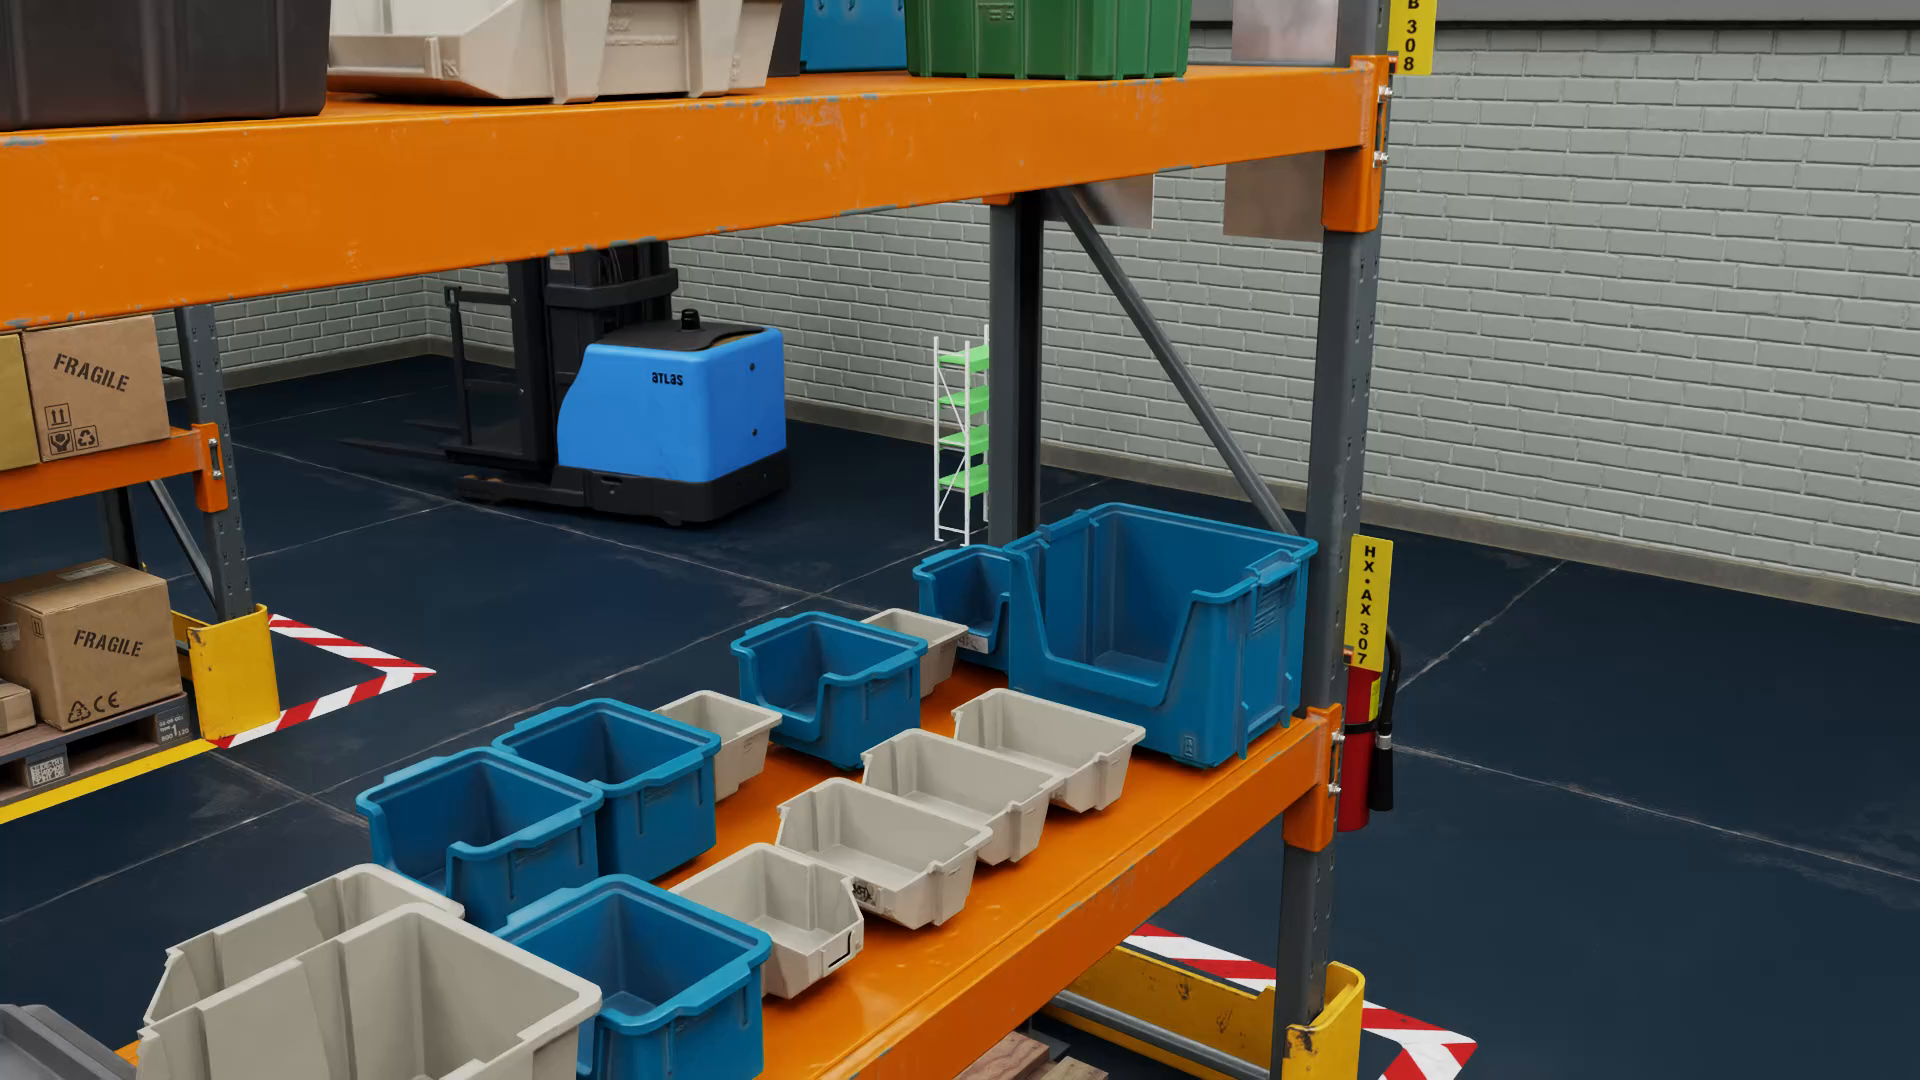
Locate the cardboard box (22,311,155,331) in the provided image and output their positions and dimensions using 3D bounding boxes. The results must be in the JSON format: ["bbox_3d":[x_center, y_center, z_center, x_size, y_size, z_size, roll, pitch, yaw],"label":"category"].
[{"bbox_3d":[-3.509,-1.112,6.414,0.500,0.500,0.500,12,21,34],"label":"cardboard box"}]

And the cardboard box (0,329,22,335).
[{"bbox_3d":[-3.810,-0.992,6.026,0.500,0.500,0.500,13,22,36],"label":"cardboard box"}]

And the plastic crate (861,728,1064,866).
[{"bbox_3d":[-0.014,0.524,3.341,0.396,0.136,0.243,12,21,35],"label":"plastic crate"}]

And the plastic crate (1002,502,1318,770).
[{"bbox_3d":[0.461,0.202,3.876,0.616,0.435,0.499,12,21,35],"label":"plastic crate"}]

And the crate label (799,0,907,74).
[{"bbox_3d":[-0.298,-1.064,3.306,0.408,0.251,0.502,12,21,35],"label":"crate label"}]

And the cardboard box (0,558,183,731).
[{"bbox_3d":[-3.591,0.415,6.823,0.500,0.500,0.500,12,21,35],"label":"cardboard box"}]

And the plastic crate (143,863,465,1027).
[{"bbox_3d":[-1.076,0.717,2.722,0.293,0.136,0.466,12,21,35],"label":"plastic crate"}]

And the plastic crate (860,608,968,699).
[{"bbox_3d":[-0.158,0.294,4.082,0.250,0.136,0.298,12,21,35],"label":"plastic crate"}]

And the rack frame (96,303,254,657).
[{"bbox_3d":[-3.465,-0.742,7.075,1.000,3.000,0.127,12,21,35],"label":"rack frame"}]

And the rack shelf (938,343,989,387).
[{"bbox_3d":[0.099,-1.010,9.569,0.258,0.148,0.480,12,21,35],"label":"rack shelf"}]

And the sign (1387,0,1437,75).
[{"bbox_3d":[0.962,-1.155,3.523,0.100,0.325,0.005,12,21,35],"label":"sign"}]

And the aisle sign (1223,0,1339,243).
[{"bbox_3d":[0.789,-1.072,3.756,0.394,0.787,0.004,12,21,35],"label":"aisle sign"}]

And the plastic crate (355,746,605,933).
[{"bbox_3d":[-0.864,0.571,3.027,0.416,0.233,0.300,12,21,35],"label":"plastic crate"}]

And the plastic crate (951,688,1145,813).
[{"bbox_3d":[0.170,0.458,3.555,0.396,0.136,0.243,12,21,35],"label":"plastic crate"}]

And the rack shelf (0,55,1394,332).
[{"bbox_3d":[-0.681,-0.478,2.381,1.077,0.370,4.000,12,21,35],"label":"rack shelf"}]

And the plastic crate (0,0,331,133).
[{"bbox_3d":[-0.912,-0.530,1.556,0.497,0.269,0.590,12,21,35],"label":"plastic crate"}]

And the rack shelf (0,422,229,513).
[{"bbox_3d":[-4.657,0.078,5.647,1.077,0.370,4.000,12,21,35],"label":"rack shelf"}]

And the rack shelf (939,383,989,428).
[{"bbox_3d":[0.099,-0.781,9.641,0.258,0.148,0.480,12,21,35],"label":"rack shelf"}]

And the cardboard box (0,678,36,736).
[{"bbox_3d":[-3.905,0.655,6.613,0.380,0.166,0.250,12,21,35],"label":"cardboard box"}]

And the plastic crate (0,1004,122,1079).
[{"bbox_3d":[-1.139,0.860,1.709,0.402,0.464,0.583,12,21,35],"label":"plastic crate"}]

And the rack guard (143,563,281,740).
[{"bbox_3d":[-3.510,0.470,7.387,1.175,0.500,0.348,12,21,35],"label":"rack guard"}]

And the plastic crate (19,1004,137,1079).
[{"bbox_3d":[-1.421,0.876,2.228,0.437,0.125,0.590,12,21,35],"label":"plastic crate"}]

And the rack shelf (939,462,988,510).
[{"bbox_3d":[0.099,-0.322,9.783,0.258,0.148,0.480,12,21,35],"label":"rack shelf"}]

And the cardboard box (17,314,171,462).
[{"bbox_3d":[-3.513,-0.635,6.561,0.500,0.500,0.500,13,22,36],"label":"cardboard box"}]

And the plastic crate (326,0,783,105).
[{"bbox_3d":[-0.521,-0.636,2.121,0.437,0.136,0.530,12,21,35],"label":"plastic crate"}]

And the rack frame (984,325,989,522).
[{"bbox_3d":[0.244,-0.671,9.880,0.240,1.200,0.015,12,21,35],"label":"rack frame"}]

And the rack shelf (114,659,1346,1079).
[{"bbox_3d":[-0.681,0.954,2.826,1.077,0.370,4.000,12,21,35],"label":"rack shelf"}]

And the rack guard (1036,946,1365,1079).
[{"bbox_3d":[0.515,1.320,4.650,1.175,0.500,0.348,12,21,35],"label":"rack guard"}]

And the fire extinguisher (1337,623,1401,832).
[{"bbox_3d":[0.966,0.394,4.177,0.296,0.674,0.183,12,21,35],"label":"fire extinguisher"}]

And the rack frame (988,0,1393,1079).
[{"bbox_3d":[0.511,0.134,4.253,1.000,3.000,0.127,12,21,35],"label":"rack frame"}]

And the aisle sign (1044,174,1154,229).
[{"bbox_3d":[0.315,-1.177,4.092,0.394,0.787,0.004,12,21,35],"label":"aisle sign"}]

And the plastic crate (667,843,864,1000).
[{"bbox_3d":[-0.322,0.669,2.876,0.298,0.136,0.250,12,21,35],"label":"plastic crate"}]

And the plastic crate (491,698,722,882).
[{"bbox_3d":[-0.685,0.500,3.257,0.416,0.233,0.300,12,21,35],"label":"plastic crate"}]

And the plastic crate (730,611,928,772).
[{"bbox_3d":[-0.293,0.343,3.762,0.416,0.233,0.300,12,21,35],"label":"plastic crate"}]

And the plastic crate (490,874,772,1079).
[{"bbox_3d":[-0.507,0.720,2.548,0.416,0.233,0.300,12,21,35],"label":"plastic crate"}]

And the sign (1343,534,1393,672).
[{"bbox_3d":[0.962,0.150,3.928,0.100,0.325,0.005,12,21,35],"label":"sign"}]

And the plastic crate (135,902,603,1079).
[{"bbox_3d":[-0.815,0.784,2.260,0.437,0.282,0.530,12,21,35],"label":"plastic crate"}]

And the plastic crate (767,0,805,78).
[{"bbox_3d":[-0.620,-0.953,2.802,0.504,0.338,0.767,12,21,35],"label":"plastic crate"}]

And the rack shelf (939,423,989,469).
[{"bbox_3d":[0.099,-0.551,9.712,0.258,0.148,0.480,12,21,35],"label":"rack shelf"}]

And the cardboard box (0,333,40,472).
[{"bbox_3d":[-3.819,-0.511,6.161,0.500,0.500,0.500,13,21,35],"label":"cardboard box"}]

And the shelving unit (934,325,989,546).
[{"bbox_3d":[0.099,-0.612,9.693,0.258,1.200,0.503,12,21,35],"label":"shelving unit"}]

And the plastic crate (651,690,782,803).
[{"bbox_3d":[-0.562,0.456,3.562,0.250,0.136,0.298,12,21,35],"label":"plastic crate"}]

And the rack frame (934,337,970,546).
[{"bbox_3d":[-0.047,-0.554,9.506,0.240,1.200,0.015,12,21,35],"label":"rack frame"}]

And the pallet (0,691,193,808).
[{"bbox_3d":[-3.984,0.798,6.818,1.003,0.211,1.213,12,21,35],"label":"pallet"}]

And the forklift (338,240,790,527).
[{"bbox_3d":[-2.651,-1.754,10.450,3.031,2.935,1.130,8,19,23],"label":"forklift"}]

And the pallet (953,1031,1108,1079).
[{"bbox_3d":[-0.012,1.656,4.056,1.003,0.211,1.213,12,21,35],"label":"pallet"}]

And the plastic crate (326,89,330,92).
[{"bbox_3d":[-1.057,-0.768,2.302,0.437,0.282,0.530,12,21,35],"label":"plastic crate"}]

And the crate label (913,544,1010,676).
[{"bbox_3d":[0.099,0.186,4.267,0.416,0.233,0.303,12,21,35],"label":"crate label"}]

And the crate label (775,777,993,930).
[{"bbox_3d":[-0.160,0.595,3.113,0.396,0.136,0.243,12,21,35],"label":"crate label"}]

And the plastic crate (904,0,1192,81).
[{"bbox_3d":[0.153,-0.912,2.921,0.450,0.188,0.336,12,21,35],"label":"plastic crate"}]
